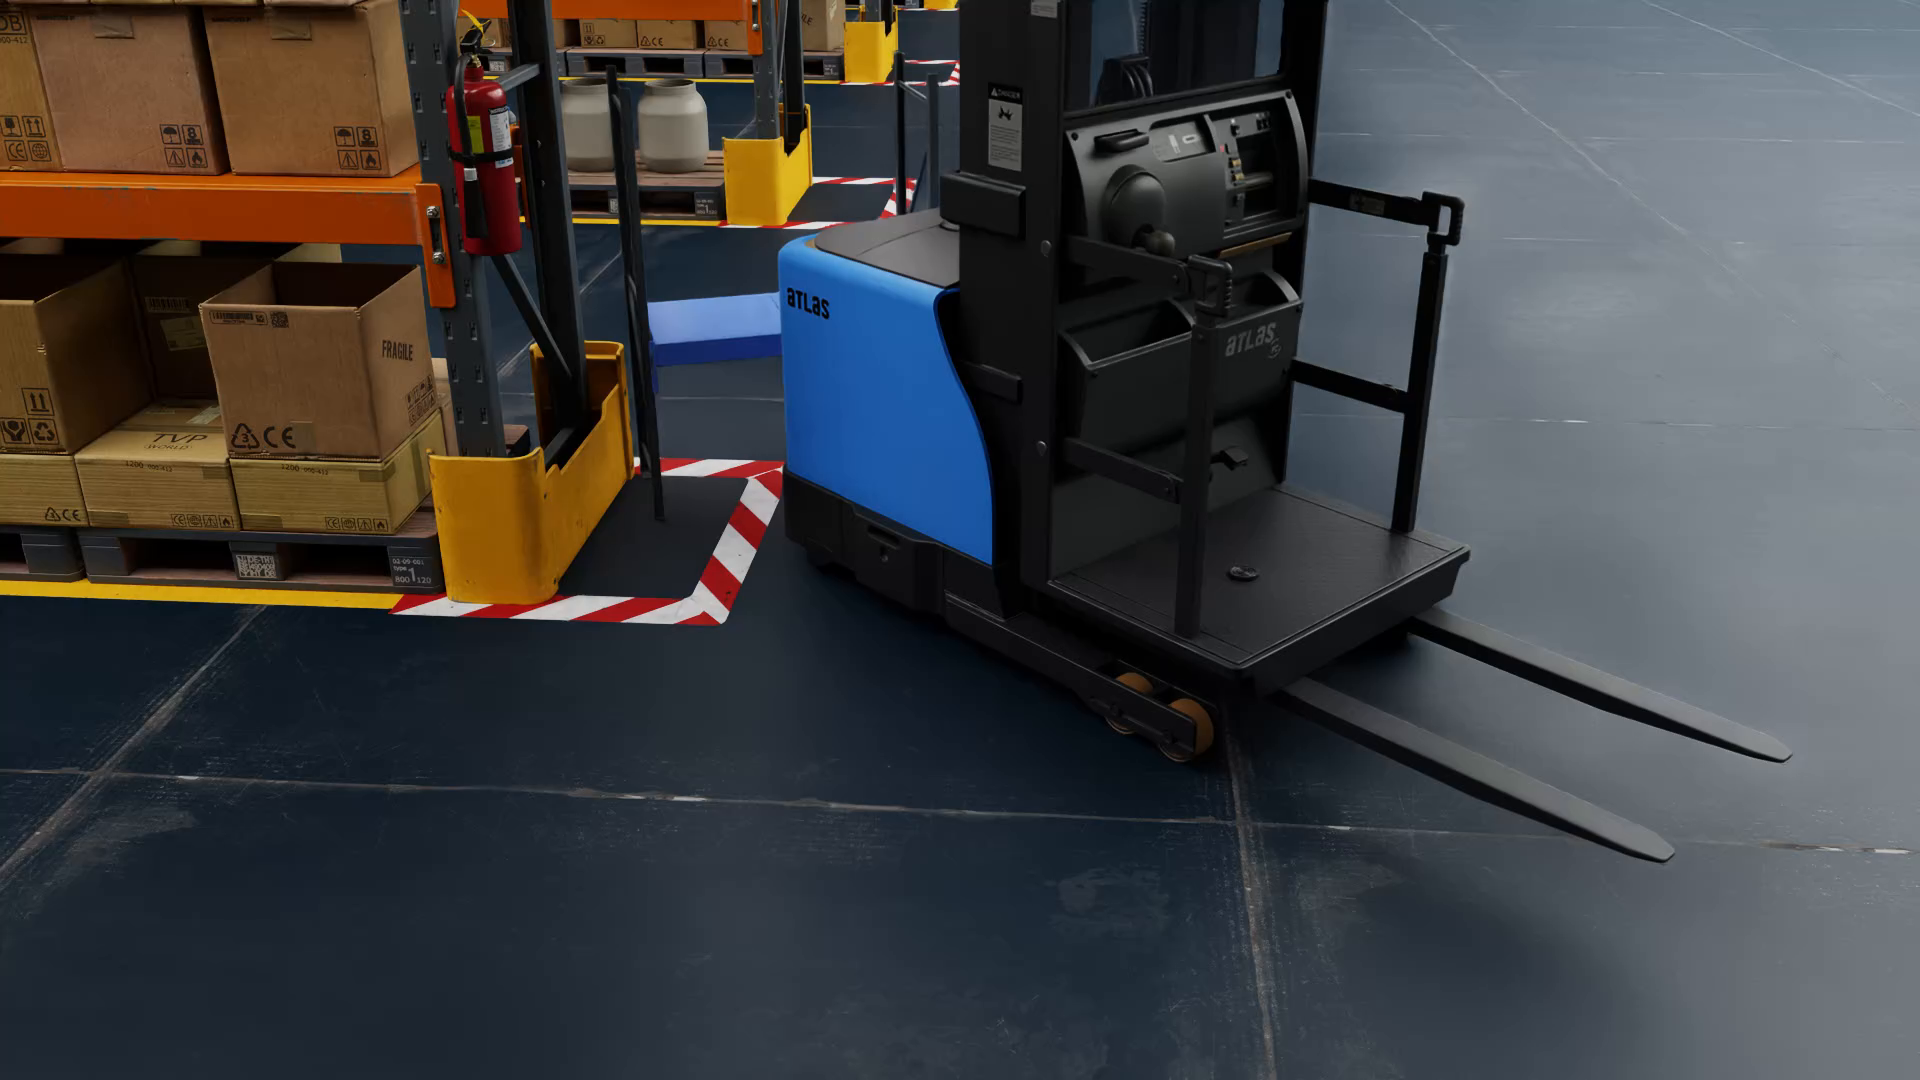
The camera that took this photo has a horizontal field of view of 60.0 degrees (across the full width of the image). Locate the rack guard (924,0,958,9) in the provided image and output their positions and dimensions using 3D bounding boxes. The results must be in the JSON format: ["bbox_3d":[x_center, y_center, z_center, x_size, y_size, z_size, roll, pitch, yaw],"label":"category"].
[{"bbox_3d":[-0.200,-6.459,19.188,0.348,0.500,1.175,2,25,4],"label":"rack guard"}]

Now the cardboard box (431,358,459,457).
[{"bbox_3d":[-1.985,-0.454,5.935,0.500,0.250,0.500,2,25,4],"label":"cardboard box"}]

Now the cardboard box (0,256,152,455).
[{"bbox_3d":[-3.023,-0.604,5.363,0.500,0.500,0.500,2,25,4],"label":"cardboard box"}]

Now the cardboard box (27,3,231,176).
[{"bbox_3d":[-2.455,-1.483,5.264,0.500,0.500,0.700,2,25,5],"label":"cardboard box"}]

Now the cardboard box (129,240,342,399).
[{"bbox_3d":[-2.483,-0.810,5.811,0.500,0.500,0.500,2,25,4],"label":"cardboard box"}]

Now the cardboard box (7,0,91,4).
[{"bbox_3d":[-2.629,-1.700,4.961,0.250,0.149,0.380,2,25,5],"label":"cardboard box"}]

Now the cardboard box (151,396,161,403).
[{"bbox_3d":[-2.982,-0.484,6.001,0.500,0.250,0.500,2,25,4],"label":"cardboard box"}]

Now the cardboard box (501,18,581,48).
[{"bbox_3d":[-3.726,-4.669,14.797,0.500,0.500,0.500,10,27,21],"label":"cardboard box"}]

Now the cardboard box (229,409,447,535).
[{"bbox_3d":[-2.024,-0.238,5.466,0.500,0.250,0.500,2,25,4],"label":"cardboard box"}]

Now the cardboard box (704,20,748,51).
[{"bbox_3d":[-1.925,-4.618,14.685,0.500,0.500,0.500,8,26,18],"label":"cardboard box"}]

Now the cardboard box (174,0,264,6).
[{"bbox_3d":[-2.124,-1.683,4.923,0.250,0.149,0.380,2,25,5],"label":"cardboard box"}]

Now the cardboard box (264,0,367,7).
[{"bbox_3d":[-1.862,-1.675,4.906,0.250,0.149,0.380,1,25,3],"label":"cardboard box"}]

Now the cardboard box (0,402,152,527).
[{"bbox_3d":[-3.022,-0.264,5.523,0.500,0.250,0.500,2,25,4],"label":"cardboard box"}]

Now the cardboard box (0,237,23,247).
[{"bbox_3d":[-3.480,-0.844,5.885,0.500,0.500,0.500,2,25,4],"label":"cardboard box"}]

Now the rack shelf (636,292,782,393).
[{"bbox_3d":[-0.644,-0.747,6.009,1.000,0.185,0.538,-7,26,-15],"label":"rack shelf"}]

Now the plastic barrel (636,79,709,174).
[{"bbox_3d":[-1.746,-2.516,10.104,0.421,0.512,0.421,0,25,0],"label":"plastic barrel"}]

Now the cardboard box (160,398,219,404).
[{"bbox_3d":[-2.483,-0.468,5.966,0.500,0.250,0.500,2,25,4],"label":"cardboard box"}]

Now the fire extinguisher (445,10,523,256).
[{"bbox_3d":[-1.385,-1.170,4.796,0.183,0.674,0.296,2,25,4],"label":"fire extinguisher"}]

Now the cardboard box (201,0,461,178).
[{"bbox_3d":[-1.931,-1.468,5.232,0.500,0.500,0.700,2,25,4],"label":"cardboard box"}]

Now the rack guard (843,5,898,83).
[{"bbox_3d":[-0.781,-4.398,14.709,0.348,0.500,1.175,2,25,4],"label":"rack guard"}]

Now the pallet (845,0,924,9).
[{"bbox_3d":[-1.028,-6.321,19.235,1.213,0.211,1.003,2,25,4],"label":"pallet"}]

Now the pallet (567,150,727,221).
[{"bbox_3d":[-1.973,-2.211,10.302,1.213,0.211,1.003,2,25,4],"label":"pallet"}]

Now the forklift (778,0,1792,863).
[{"bbox_3d":[0.776,-0.978,4.370,1.130,2.935,3.031,-21,32,-38],"label":"forklift"}]

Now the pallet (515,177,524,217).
[{"bbox_3d":[-3.186,-2.251,10.389,1.213,0.211,1.003,2,25,4],"label":"pallet"}]

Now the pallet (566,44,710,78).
[{"bbox_3d":[-2.801,-4.347,14.946,1.213,0.211,1.003,2,25,4],"label":"pallet"}]

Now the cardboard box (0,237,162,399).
[{"bbox_3d":[-2.983,-0.820,5.834,0.500,0.500,0.500,2,25,4],"label":"cardboard box"}]

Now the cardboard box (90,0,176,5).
[{"bbox_3d":[-2.379,-1.691,4.941,0.250,0.149,0.380,1,25,3],"label":"cardboard box"}]

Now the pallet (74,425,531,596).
[{"bbox_3d":[-2.233,-0.143,5.807,1.213,0.211,1.003,2,25,4],"label":"pallet"}]

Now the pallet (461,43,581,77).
[{"bbox_3d":[-4.021,-4.385,15.028,1.213,0.211,1.003,2,25,4],"label":"pallet"}]

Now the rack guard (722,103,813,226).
[{"bbox_3d":[-1.163,-2.314,10.180,0.348,0.500,1.175,2,25,4],"label":"rack guard"}]

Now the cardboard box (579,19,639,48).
[{"bbox_3d":[-3.101,-4.682,14.825,0.500,0.500,0.500,0,25,-1],"label":"cardboard box"}]

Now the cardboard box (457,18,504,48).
[{"bbox_3d":[-4.297,-4.685,14.830,0.500,0.500,0.500,1,25,2],"label":"cardboard box"}]

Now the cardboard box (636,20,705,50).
[{"bbox_3d":[-2.548,-4.646,14.746,0.500,0.500,0.500,4,25,9],"label":"cardboard box"}]

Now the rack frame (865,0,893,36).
[{"bbox_3d":[-0.705,-5.531,14.182,0.127,3.000,1.000,2,25,4],"label":"rack frame"}]

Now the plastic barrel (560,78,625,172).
[{"bbox_3d":[-2.246,-2.532,10.139,0.421,0.512,0.421,0,25,0],"label":"plastic barrel"}]

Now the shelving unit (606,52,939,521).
[{"bbox_3d":[-0.644,-0.910,5.934,1.048,1.500,0.538,-7,26,-15],"label":"shelving unit"}]

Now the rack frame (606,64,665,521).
[{"bbox_3d":[-1.132,-0.851,5.805,0.032,1.500,0.500,-7,26,-15],"label":"rack frame"}]

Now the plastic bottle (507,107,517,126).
[{"bbox_3d":[-2.868,-2.615,10.582,0.097,0.271,0.097,0,25,0],"label":"plastic bottle"}]

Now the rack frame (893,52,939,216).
[{"bbox_3d":[-0.156,-0.969,6.062,0.032,1.500,0.500,-7,26,-15],"label":"rack frame"}]

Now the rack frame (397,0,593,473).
[{"bbox_3d":[-1.467,-1.402,5.209,0.127,3.000,1.000,2,25,4],"label":"rack frame"}]

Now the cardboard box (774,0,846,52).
[{"bbox_3d":[-1.326,-4.613,14.675,0.500,0.500,0.500,6,25,14],"label":"cardboard box"}]

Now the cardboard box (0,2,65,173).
[{"bbox_3d":[-2.950,-1.501,5.304,0.500,0.500,0.700,2,25,4],"label":"cardboard box"}]

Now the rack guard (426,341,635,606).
[{"bbox_3d":[-1.443,-0.266,5.730,0.348,0.500,1.175,2,25,4],"label":"rack guard"}]

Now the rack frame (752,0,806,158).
[{"bbox_3d":[-1.084,-3.467,9.695,0.127,3.000,1.000,2,25,4],"label":"rack frame"}]

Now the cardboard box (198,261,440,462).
[{"bbox_3d":[-2.024,-0.578,5.307,0.500,0.500,0.500,2,25,4],"label":"cardboard box"}]

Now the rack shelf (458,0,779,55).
[{"bbox_3d":[-3.078,-3.204,9.985,4.000,0.370,1.077,2,25,4],"label":"rack shelf"}]

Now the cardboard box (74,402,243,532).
[{"bbox_3d":[-2.524,-0.249,5.490,0.500,0.250,0.500,2,25,4],"label":"cardboard box"}]

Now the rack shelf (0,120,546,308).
[{"bbox_3d":[-3.461,-1.139,5.498,4.000,0.370,1.077,2,25,4],"label":"rack shelf"}]

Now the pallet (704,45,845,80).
[{"bbox_3d":[-1.588,-4.307,14.858,1.213,0.211,1.003,2,25,4],"label":"pallet"}]

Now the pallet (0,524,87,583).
[{"bbox_3d":[-3.446,-0.183,5.894,1.213,0.211,1.003,2,25,4],"label":"pallet"}]
